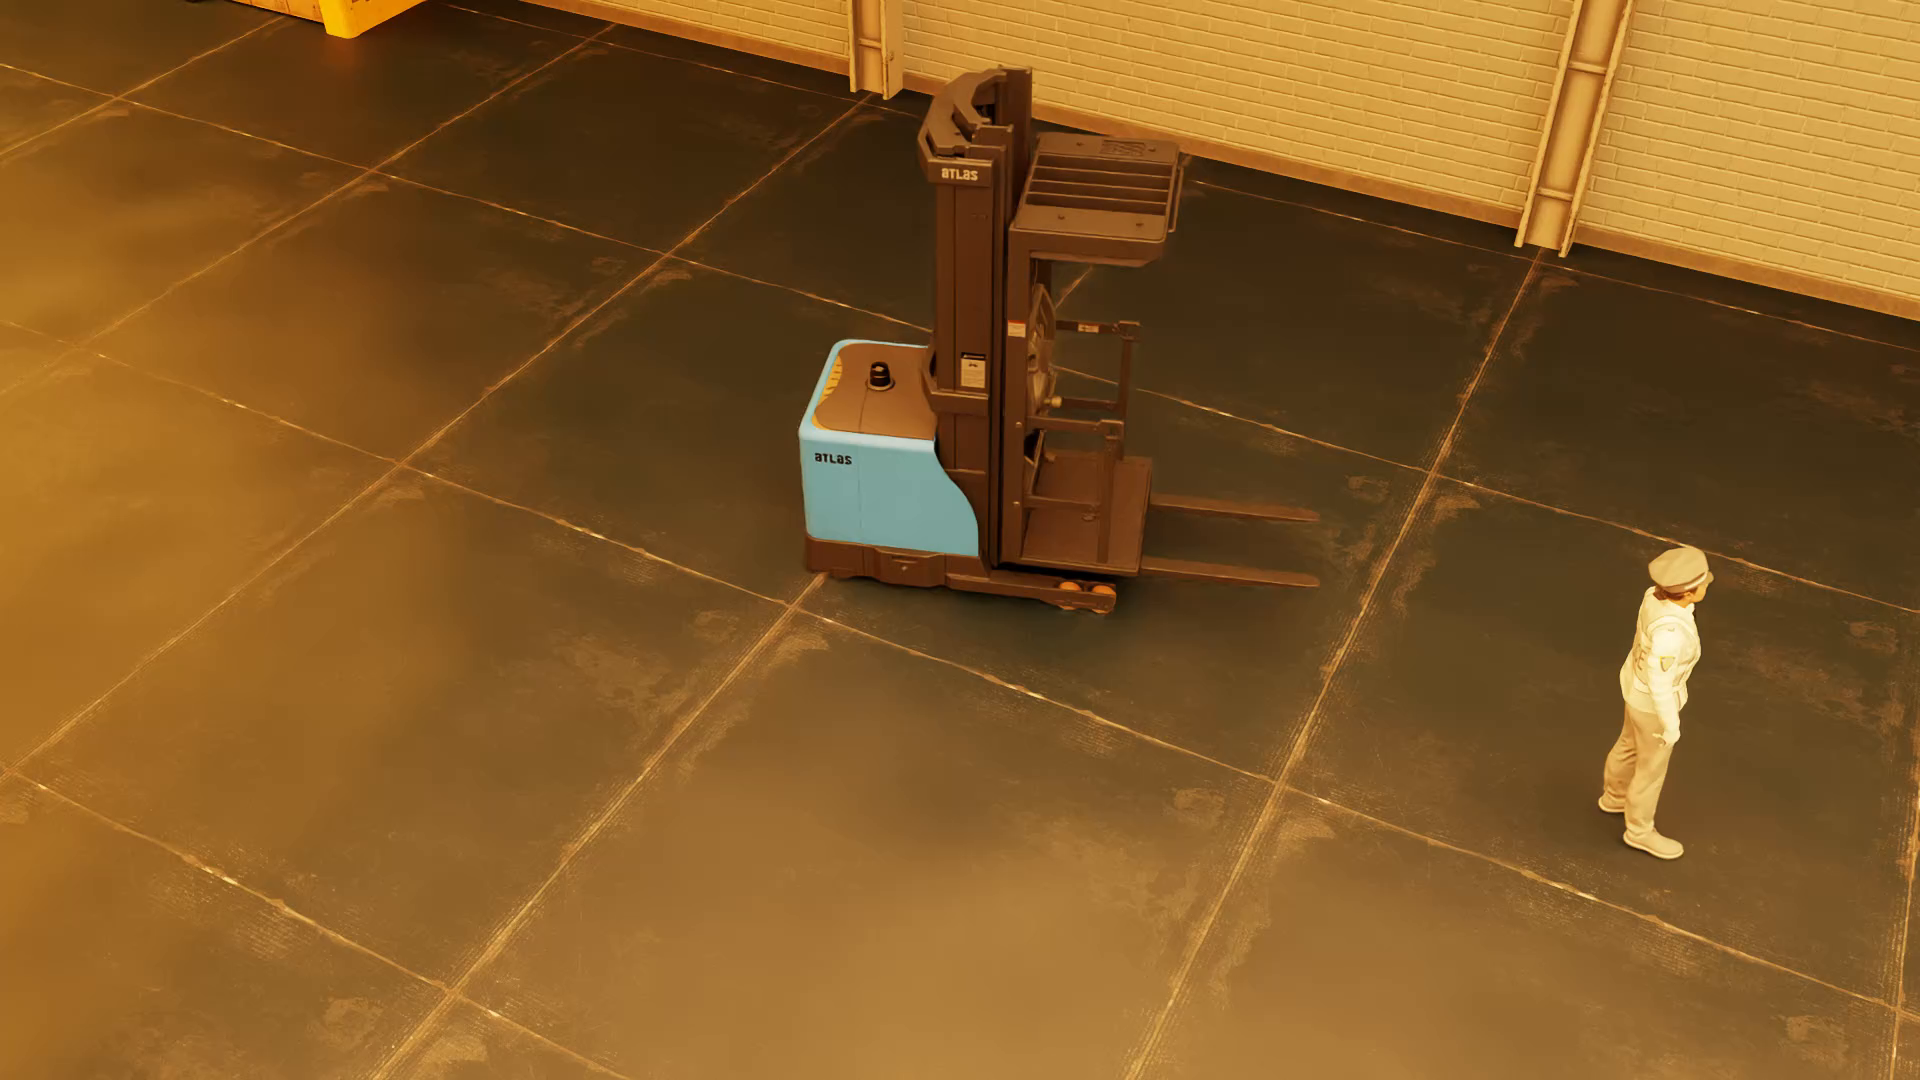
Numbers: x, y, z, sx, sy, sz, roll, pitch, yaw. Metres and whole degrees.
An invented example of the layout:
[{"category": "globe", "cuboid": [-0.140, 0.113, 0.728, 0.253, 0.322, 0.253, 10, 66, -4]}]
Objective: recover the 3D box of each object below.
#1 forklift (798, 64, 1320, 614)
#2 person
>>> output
[{"category": "forklift", "cuboid": [0.637, -1.061, 9.247, 3.031, 2.935, 1.130, 6, 41, 7]}, {"category": "person", "cuboid": [3.421, 0.754, 8.043, 0.526, 1.698, 0.578, 7, 41, 8]}]
